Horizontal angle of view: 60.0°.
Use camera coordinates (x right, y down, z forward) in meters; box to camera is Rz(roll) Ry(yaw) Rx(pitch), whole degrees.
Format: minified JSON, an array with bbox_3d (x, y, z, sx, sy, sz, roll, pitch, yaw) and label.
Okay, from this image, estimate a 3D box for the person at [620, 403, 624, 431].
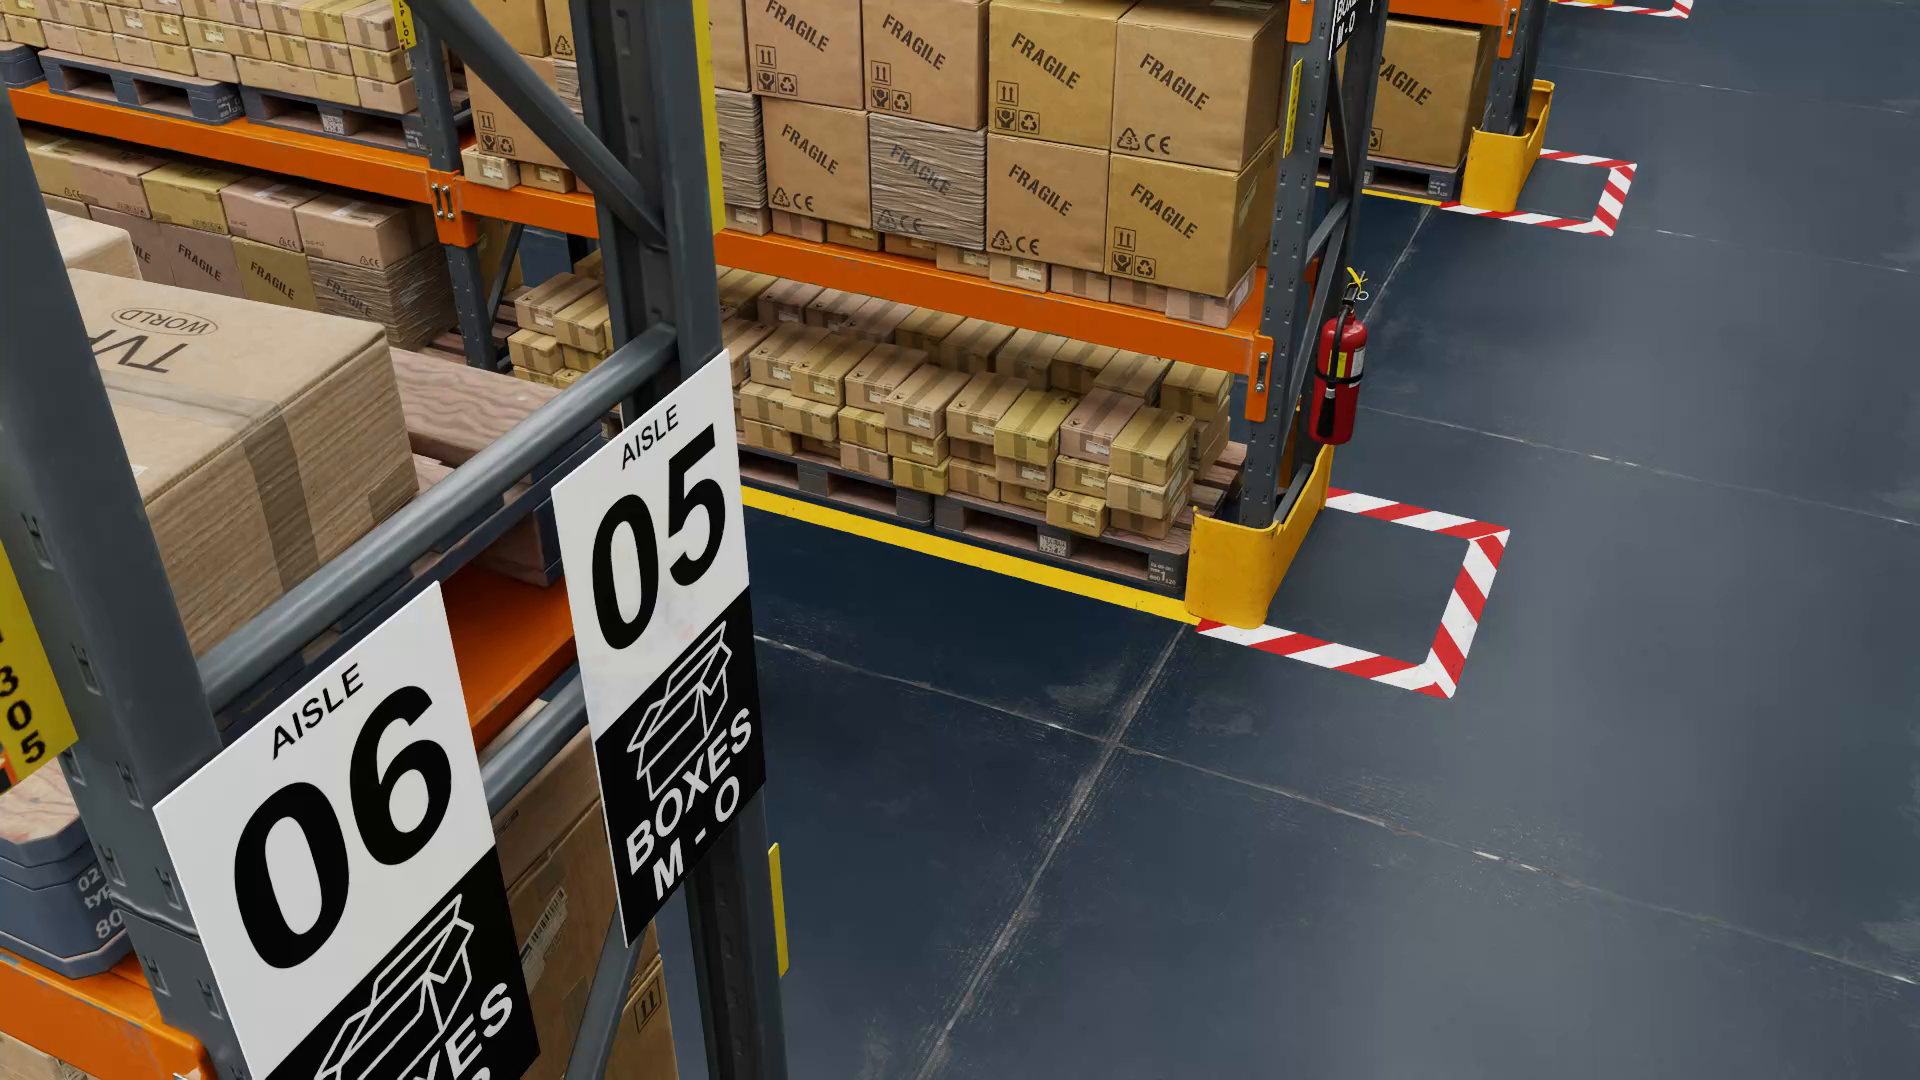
[{"bbox_3d":[-1.062,-0.051,6.228,0.470,1.593,0.366,14,37,20],"label":"person"}]
